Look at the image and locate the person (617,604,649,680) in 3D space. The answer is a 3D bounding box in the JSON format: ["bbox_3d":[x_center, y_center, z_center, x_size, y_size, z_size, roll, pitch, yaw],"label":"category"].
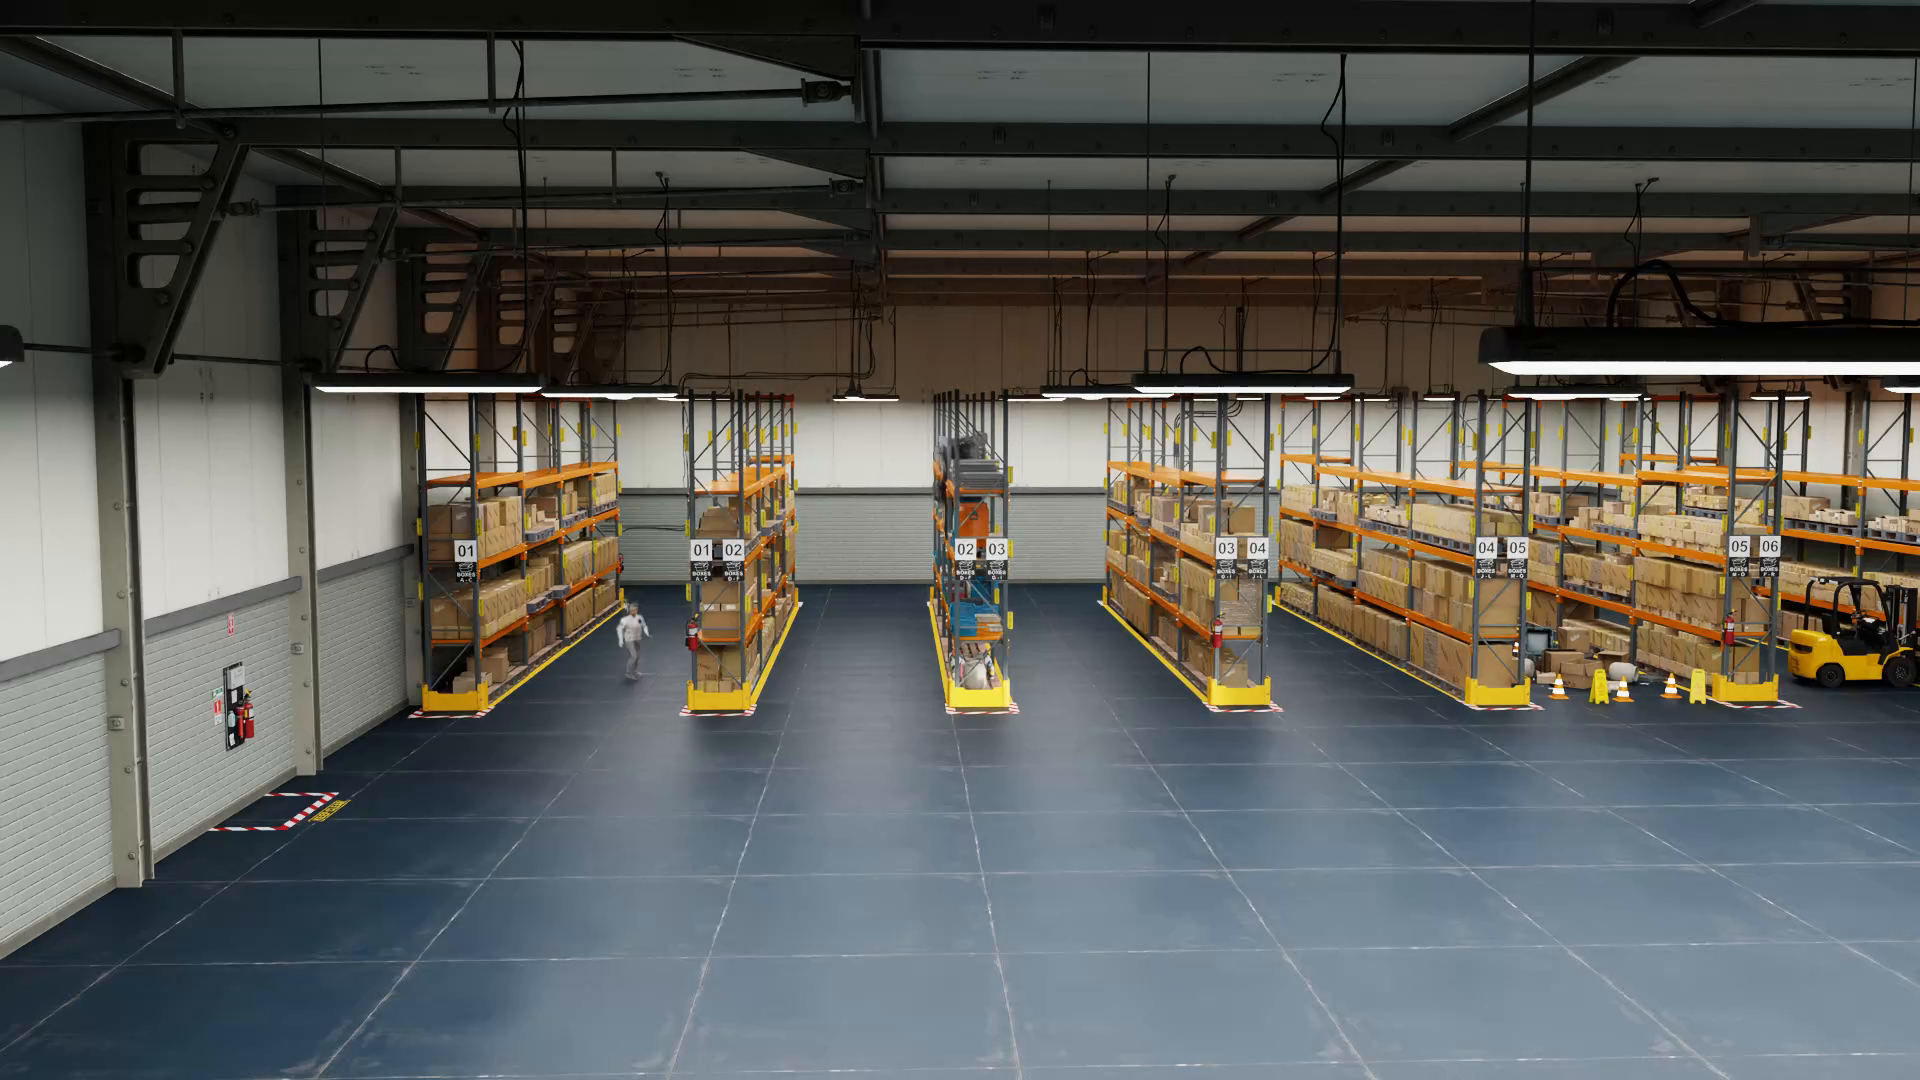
[{"bbox_3d":[-6.781,2.128,34.691,0.764,1.635,0.561,4,6,40],"label":"person"}]
